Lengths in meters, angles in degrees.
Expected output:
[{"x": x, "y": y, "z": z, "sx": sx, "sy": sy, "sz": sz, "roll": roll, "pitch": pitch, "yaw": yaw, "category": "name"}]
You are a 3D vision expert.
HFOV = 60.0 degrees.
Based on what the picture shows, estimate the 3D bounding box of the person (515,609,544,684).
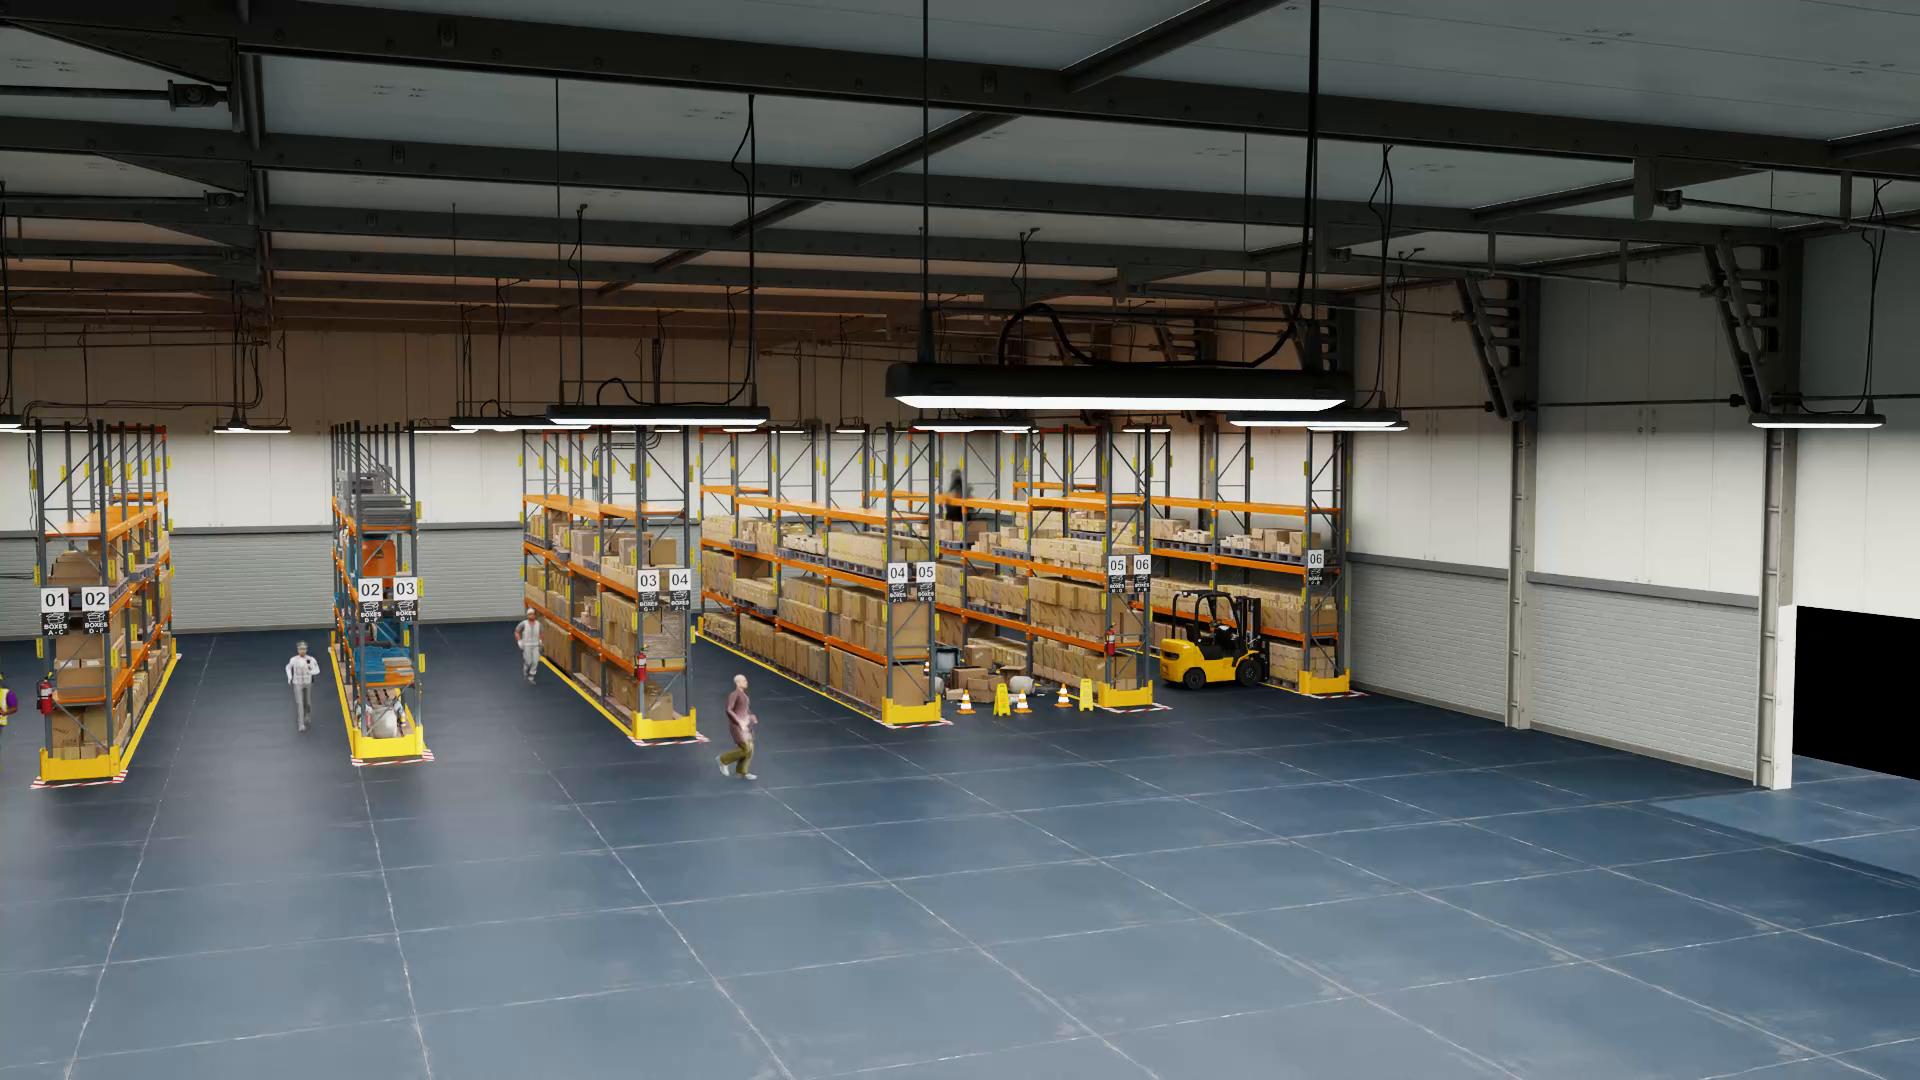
[{"x": -9.888, "y": 2.454, "z": 38.300, "sx": 0.648, "sy": 1.746, "sz": 0.531, "roll": -2, "pitch": 4, "yaw": -29, "category": "person"}]

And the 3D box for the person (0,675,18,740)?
[{"x": -16.221, "y": 3.113, "z": 27.905, "sx": 0.725, "sy": 1.785, "sz": 0.919, "roll": -2, "pitch": 4, "yaw": -34, "category": "person"}]

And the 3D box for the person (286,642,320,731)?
[{"x": -12.849, "y": 2.823, "z": 32.528, "sx": 0.613, "sy": 1.677, "sz": 0.941, "roll": -2, "pitch": 4, "yaw": -23, "category": "person"}]

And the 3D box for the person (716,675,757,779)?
[{"x": -3.728, "y": 3.118, "z": 27.776, "sx": 0.661, "sy": 1.752, "sz": 0.735, "roll": 1, "pitch": 4, "yaw": 8, "category": "person"}]
